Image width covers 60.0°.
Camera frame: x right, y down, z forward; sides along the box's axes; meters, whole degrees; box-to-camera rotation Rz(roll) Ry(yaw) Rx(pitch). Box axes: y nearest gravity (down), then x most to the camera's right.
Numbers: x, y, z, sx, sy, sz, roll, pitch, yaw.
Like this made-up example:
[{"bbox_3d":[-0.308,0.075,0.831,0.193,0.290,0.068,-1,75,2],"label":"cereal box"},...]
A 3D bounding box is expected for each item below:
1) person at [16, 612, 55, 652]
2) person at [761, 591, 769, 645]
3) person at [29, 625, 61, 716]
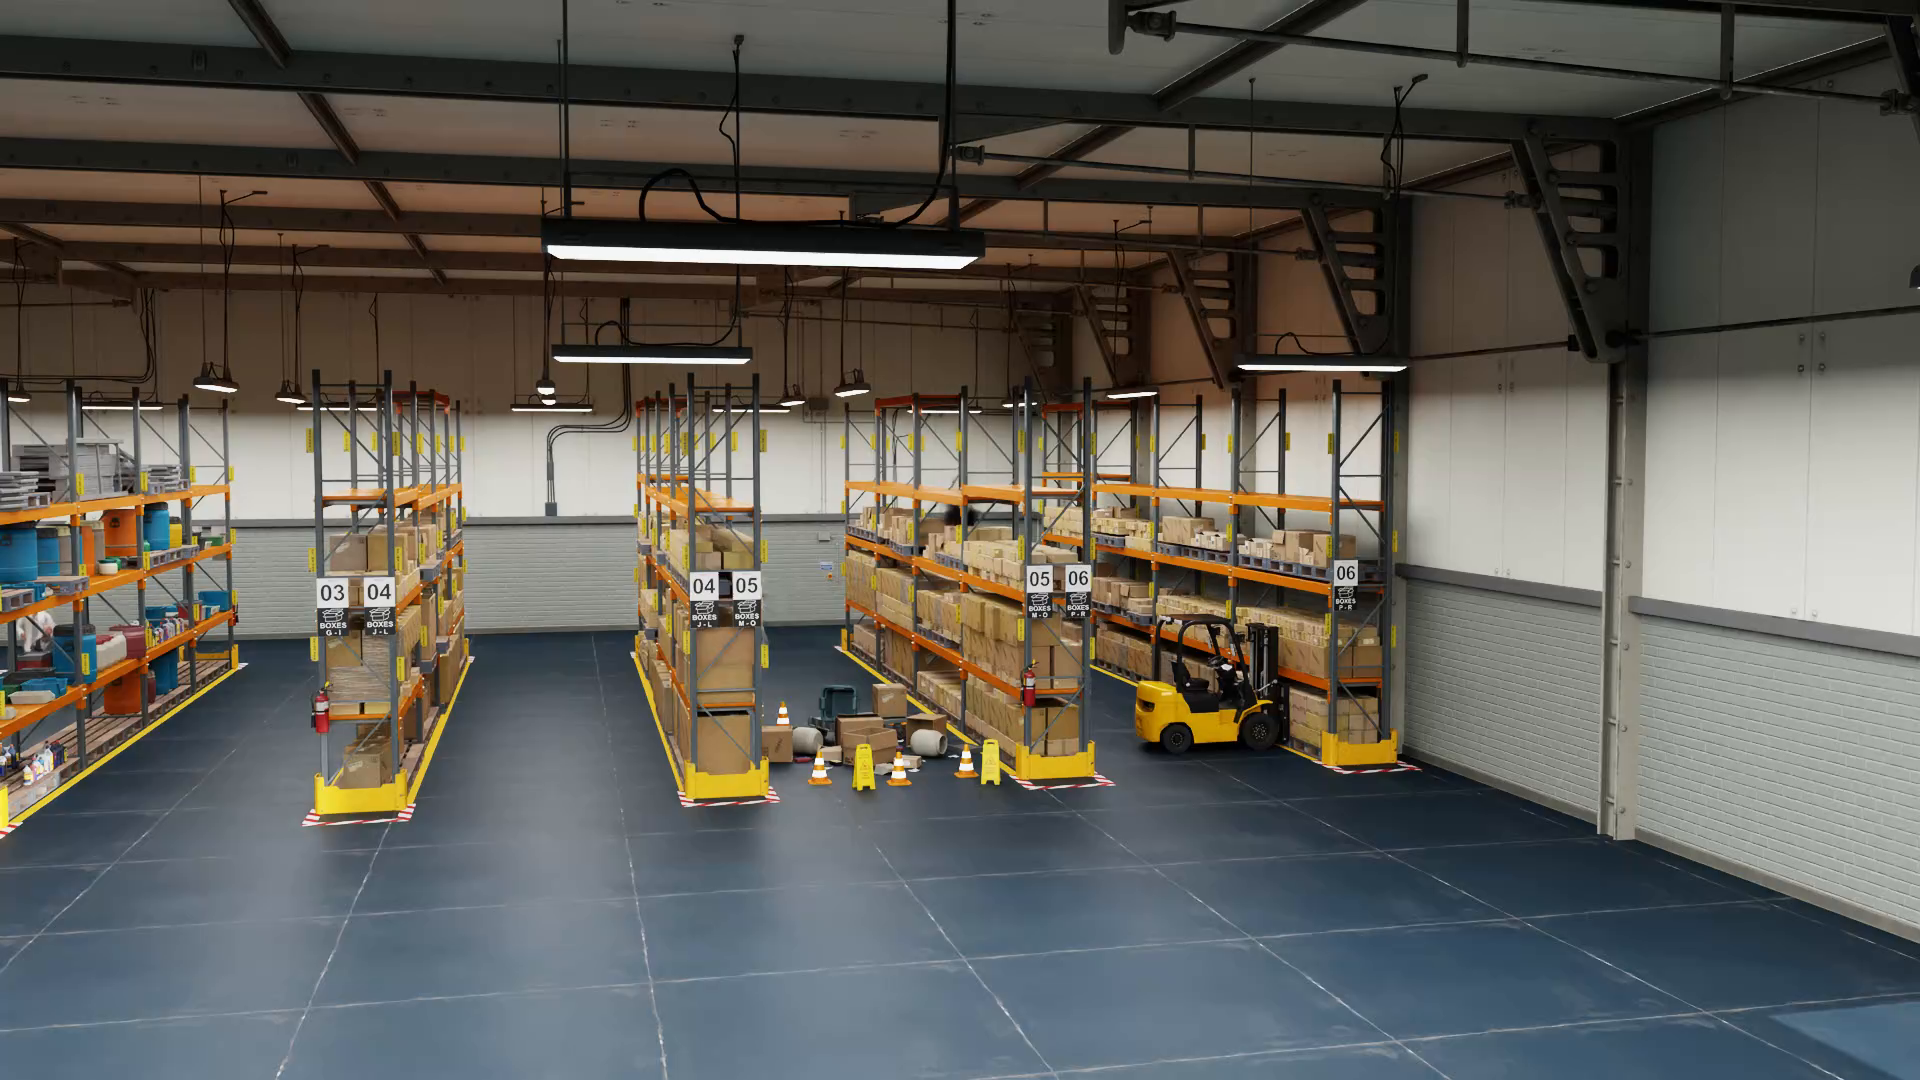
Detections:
[{"bbox_3d":[-19.253,2.135,34.605,0.718,1.741,0.634,-1,4,-24],"label":"person"},{"bbox_3d":[-5.115,1.775,40.985,0.796,1.859,0.625,-1,3,-11],"label":"person"},{"bbox_3d":[-16.791,2.400,30.566,0.656,1.673,0.606,-1,3,-14],"label":"person"}]
